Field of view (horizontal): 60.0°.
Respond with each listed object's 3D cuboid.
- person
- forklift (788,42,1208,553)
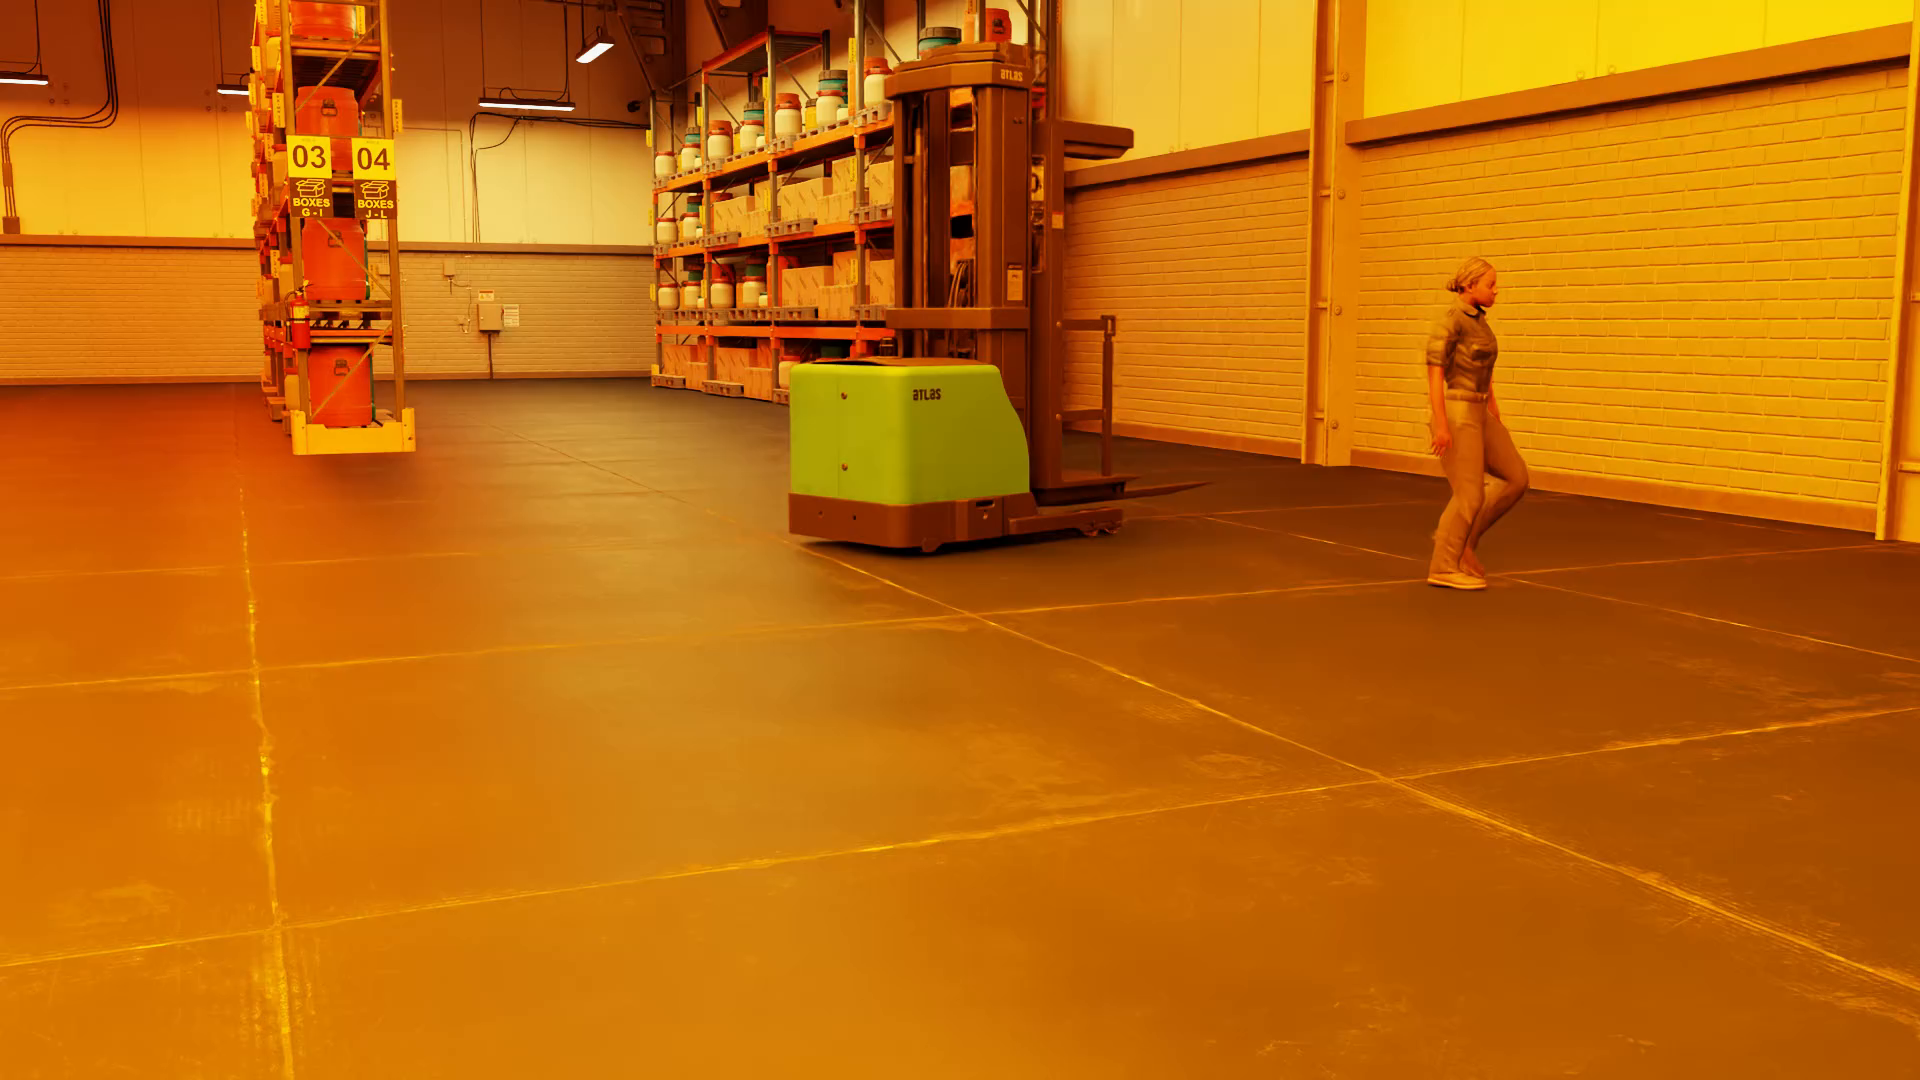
[{"bbox_3d":[2.580,-0.576,8.270,0.430,1.639,0.595,5,9,34],"label":"person"},{"bbox_3d":[0.385,-1.518,10.452,3.031,2.935,1.130,-7,10,-44],"label":"forklift"}]
